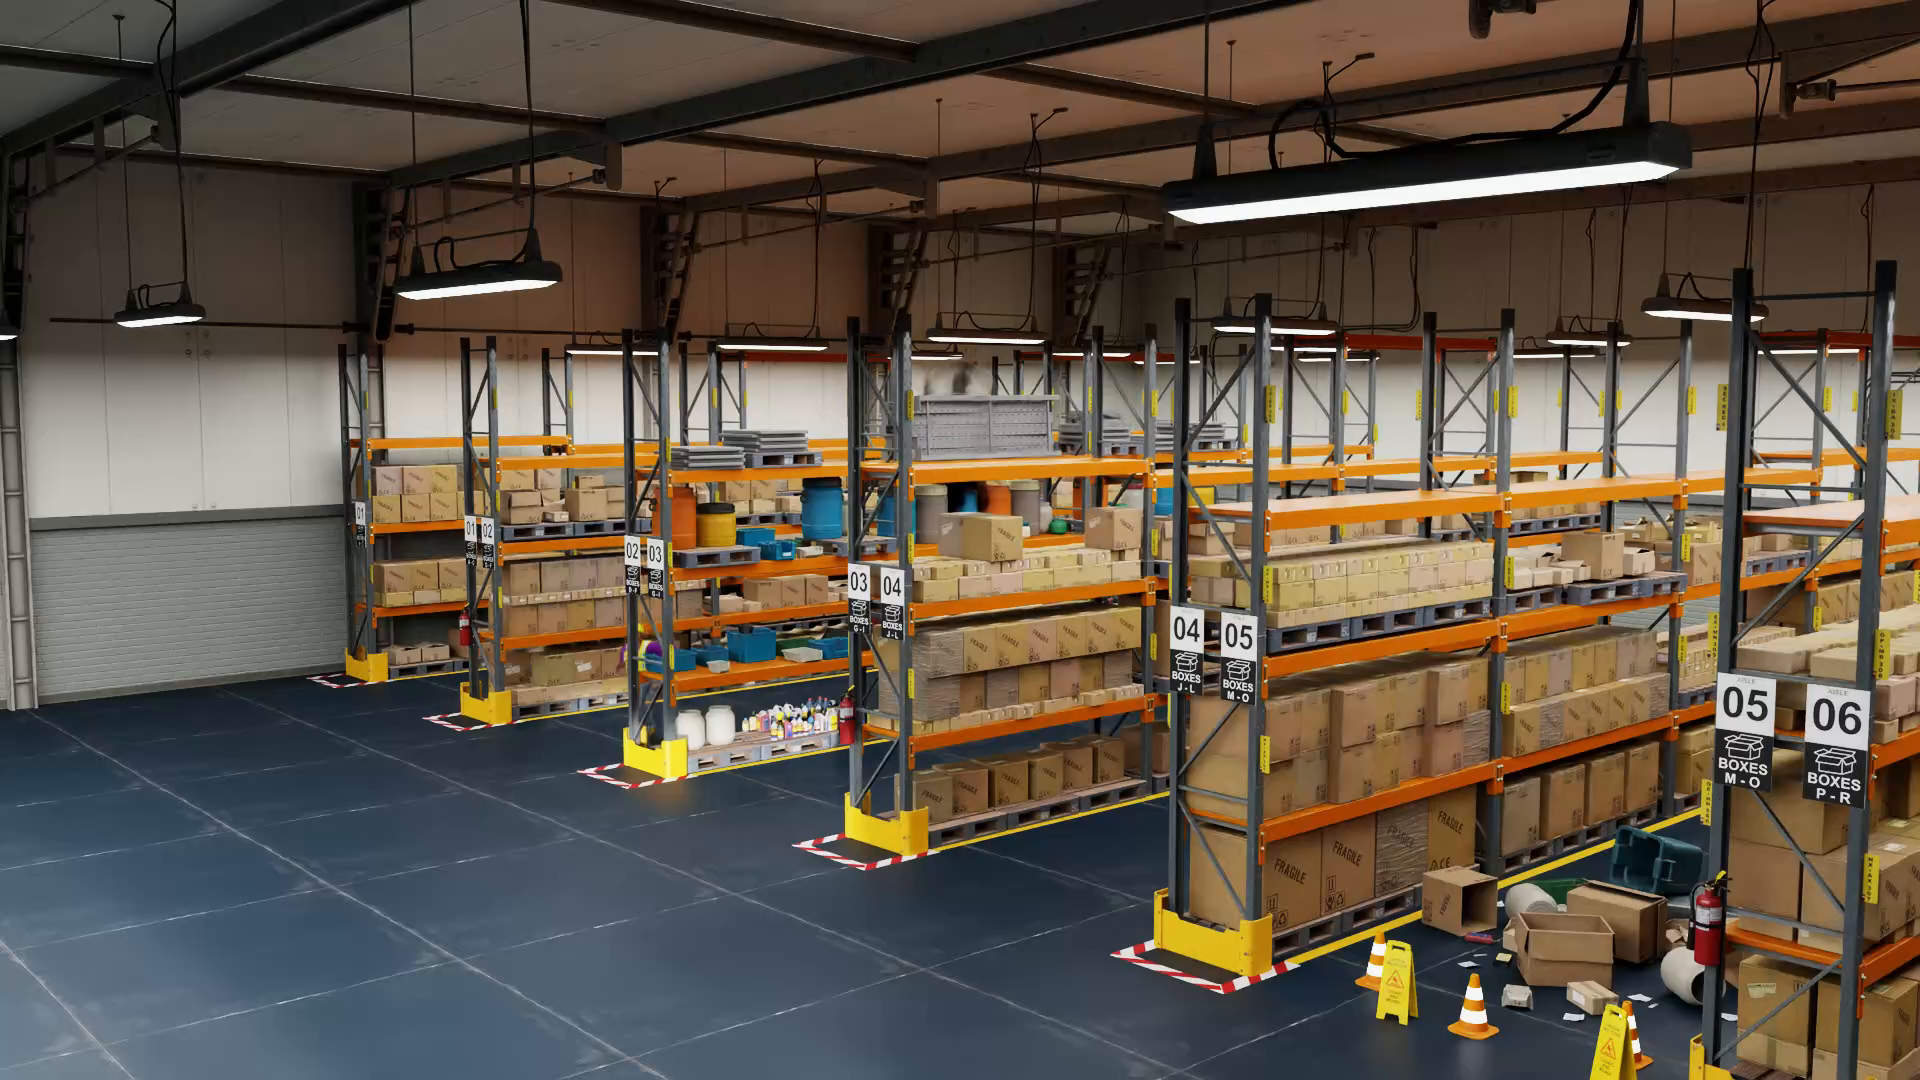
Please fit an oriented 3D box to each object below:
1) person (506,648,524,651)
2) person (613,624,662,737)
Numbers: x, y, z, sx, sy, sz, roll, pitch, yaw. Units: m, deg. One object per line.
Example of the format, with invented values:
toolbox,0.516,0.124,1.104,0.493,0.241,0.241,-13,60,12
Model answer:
person,-7.668,1.783,28.485,0.588,1.719,0.699,2,5,19
person,-4.740,2.112,24.386,0.627,1.826,0.824,3,6,29
